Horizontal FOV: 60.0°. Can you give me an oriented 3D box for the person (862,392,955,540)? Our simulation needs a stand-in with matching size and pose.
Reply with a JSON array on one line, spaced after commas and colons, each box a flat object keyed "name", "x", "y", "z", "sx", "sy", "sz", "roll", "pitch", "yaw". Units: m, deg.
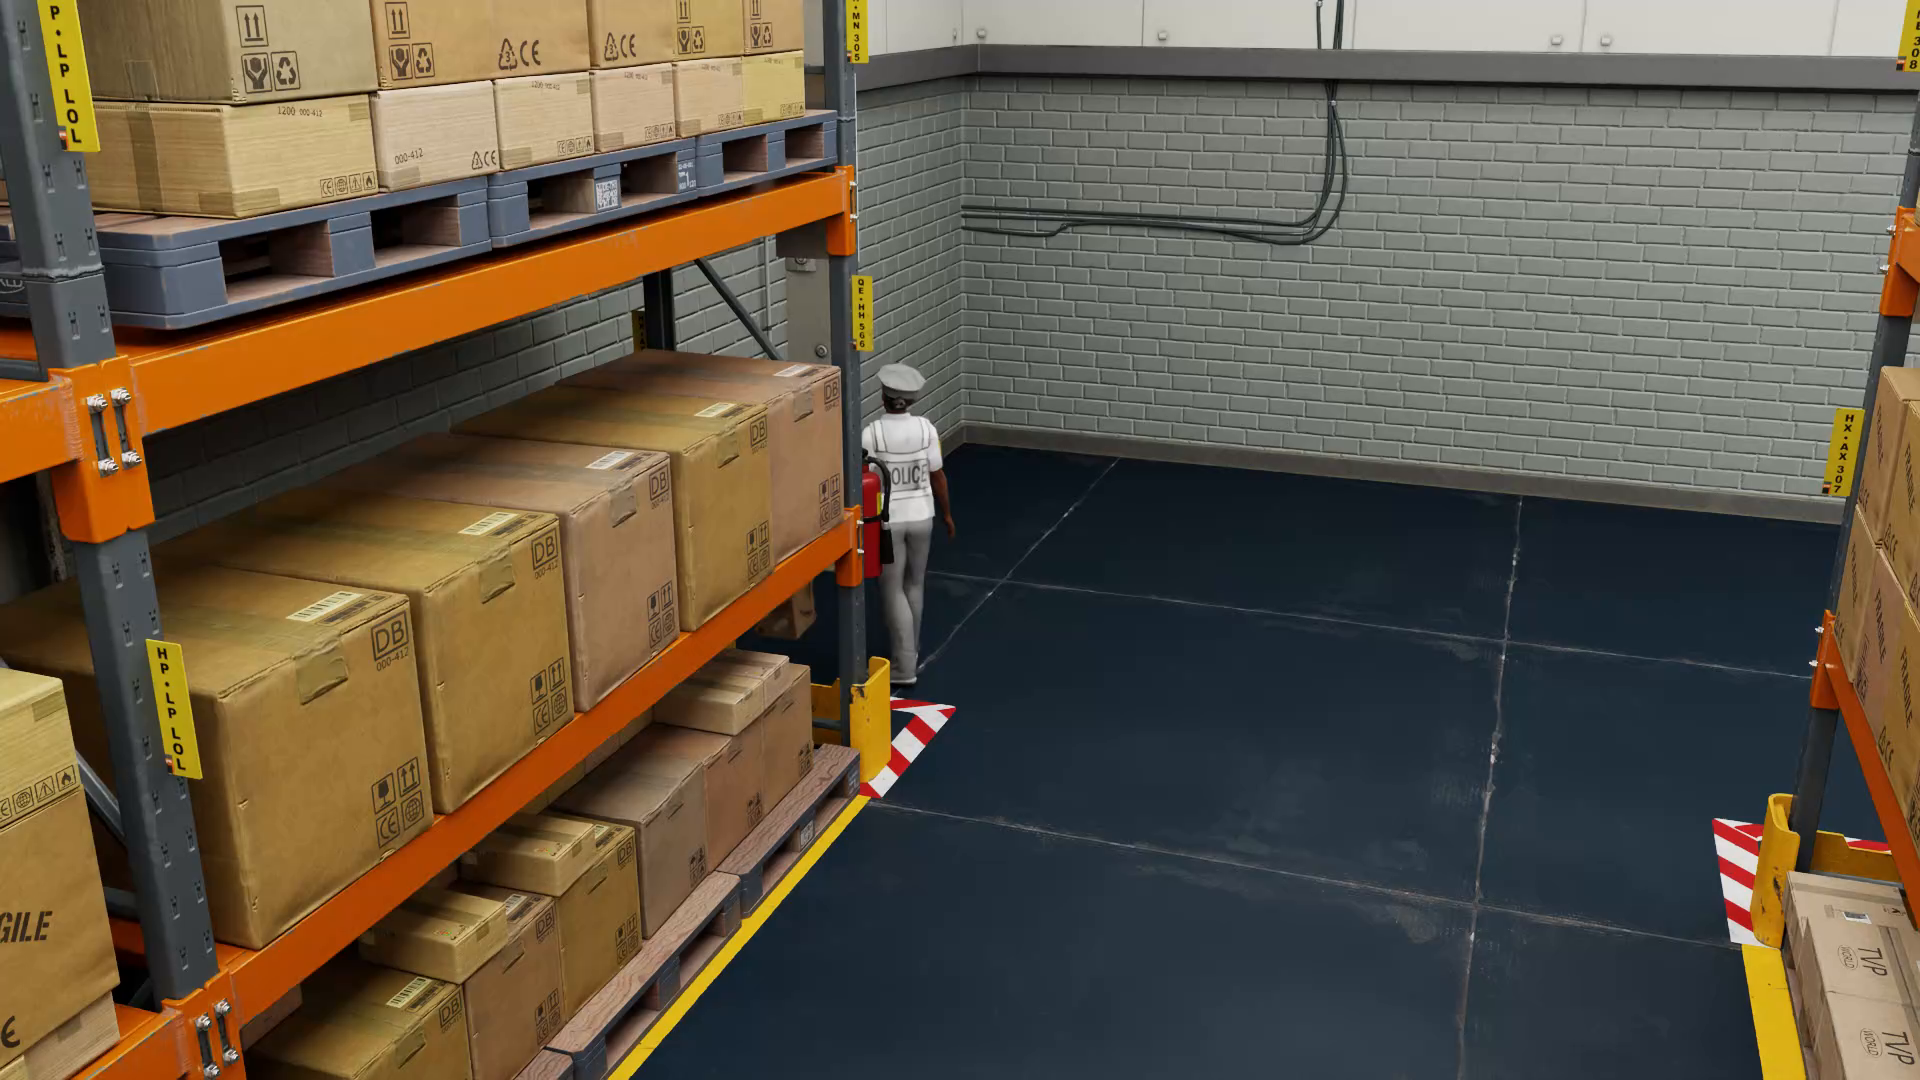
[{"name": "person", "x": -0.289, "y": -0.412, "z": 8.705, "sx": 0.584, "sy": 0.963, "sz": 0.343, "roll": -8, "pitch": 20, "yaw": -23}]
